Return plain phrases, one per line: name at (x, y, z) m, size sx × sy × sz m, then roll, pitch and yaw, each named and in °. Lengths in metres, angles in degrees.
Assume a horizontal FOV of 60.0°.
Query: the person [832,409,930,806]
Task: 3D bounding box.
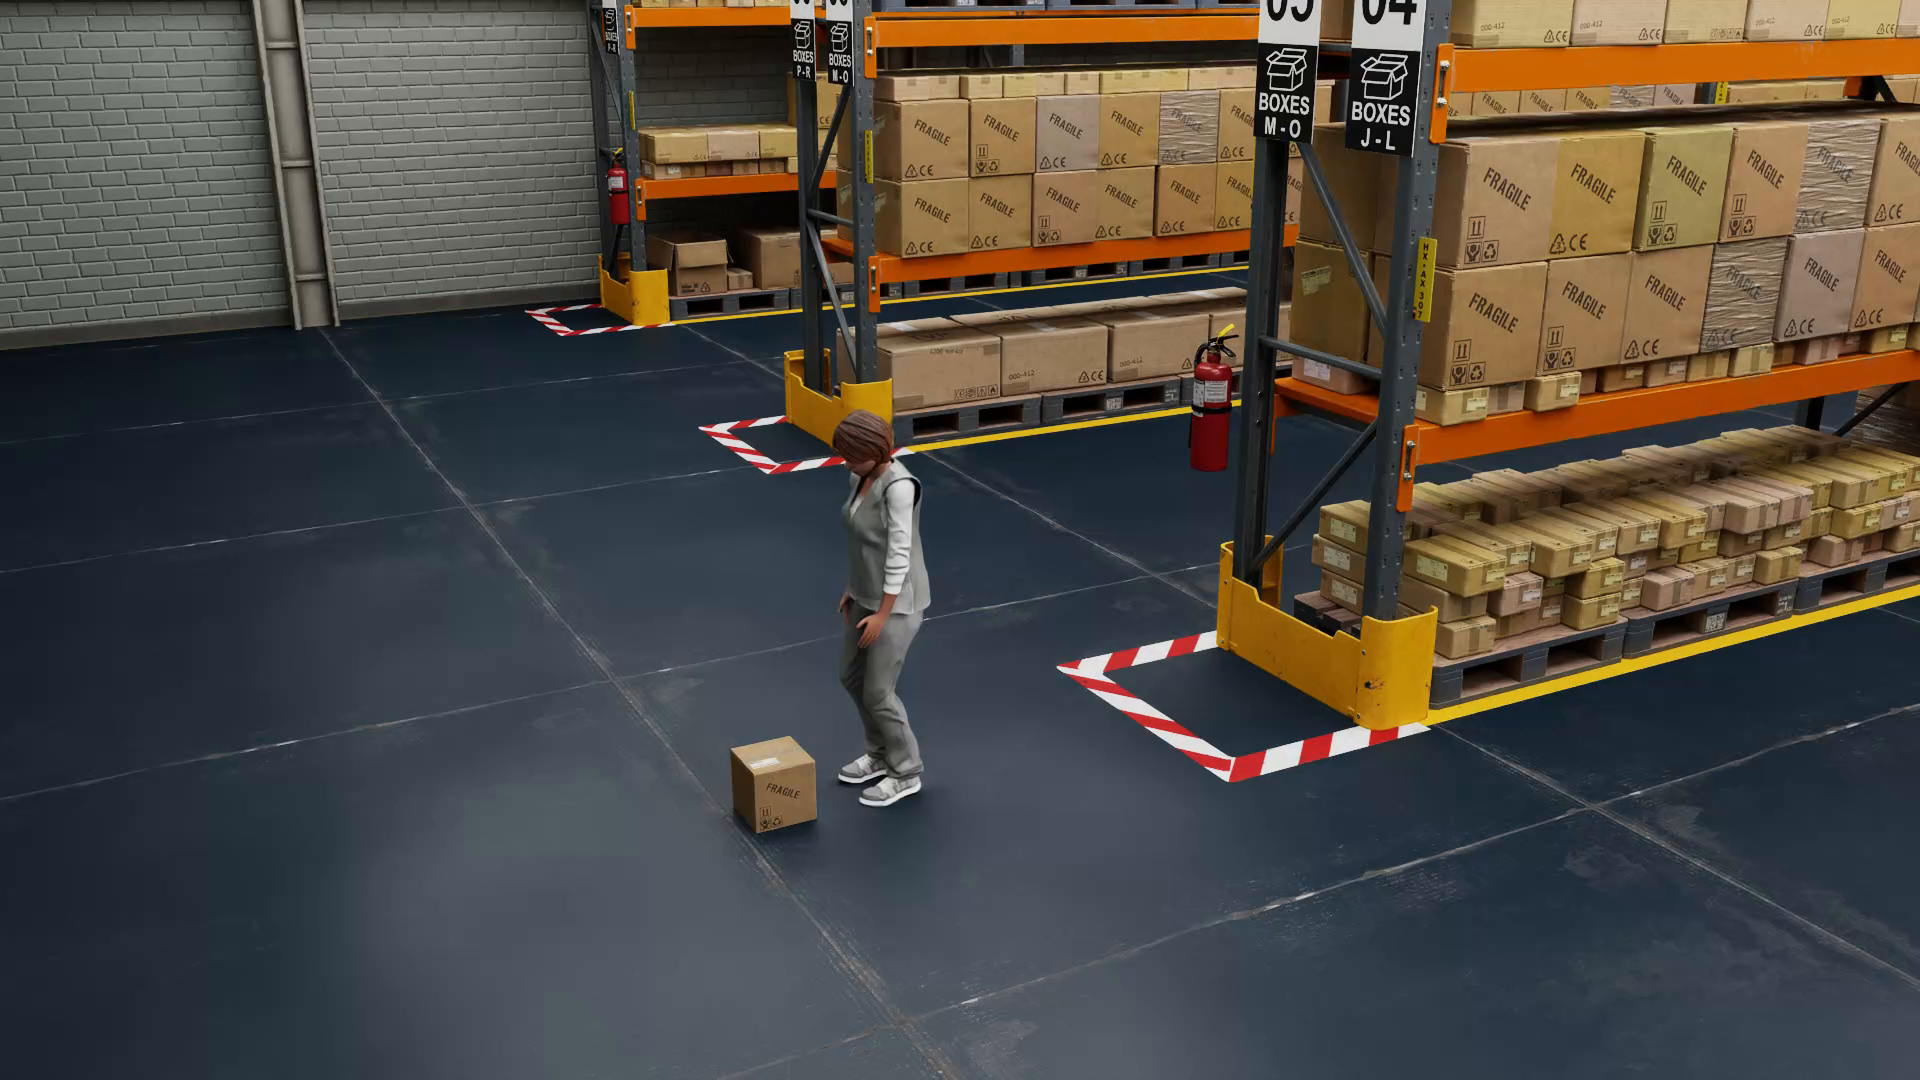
person at (-0.297, 0.265, 6.387) m, size 0.368 × 1.550 × 0.423 m, roll -9°, pitch 21°, yaw -25°
